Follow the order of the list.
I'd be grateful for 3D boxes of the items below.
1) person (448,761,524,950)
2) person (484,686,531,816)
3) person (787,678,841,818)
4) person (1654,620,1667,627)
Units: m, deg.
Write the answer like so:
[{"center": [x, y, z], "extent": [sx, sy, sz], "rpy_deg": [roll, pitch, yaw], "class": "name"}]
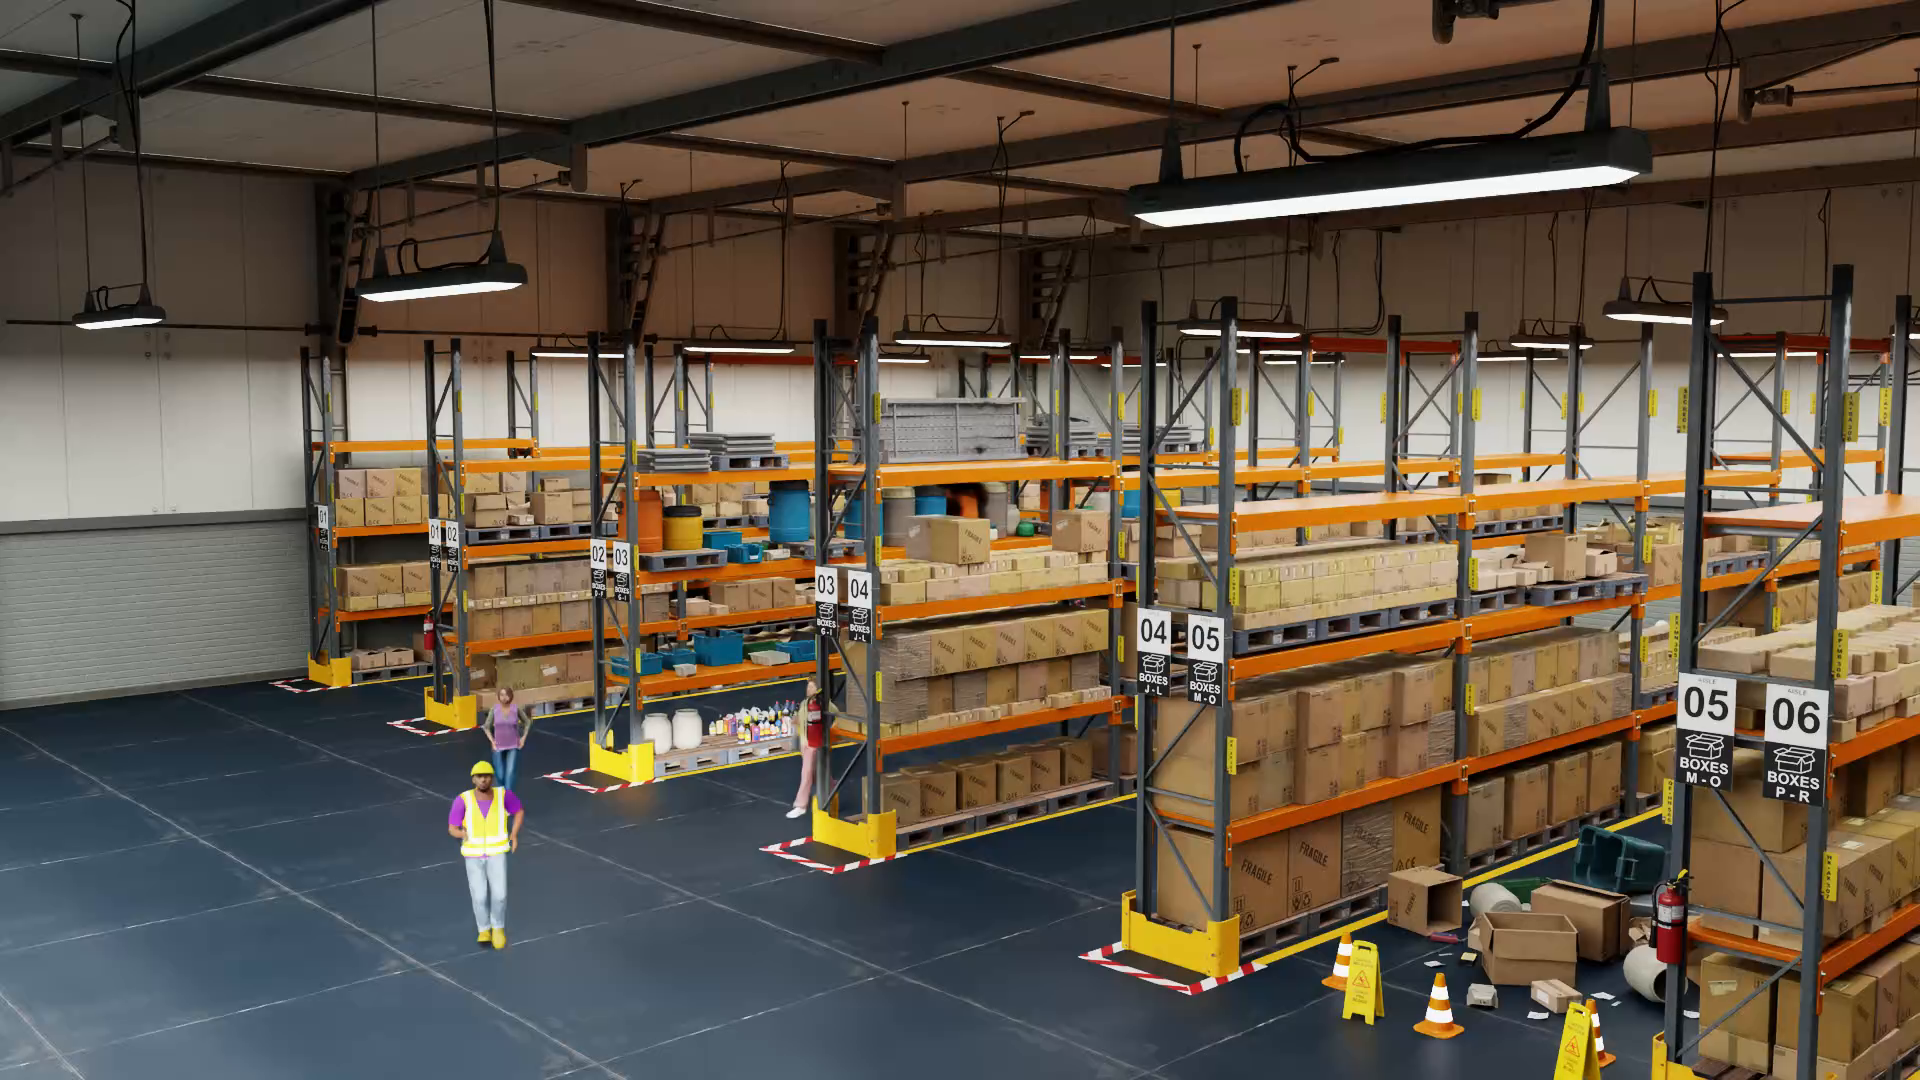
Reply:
[{"center": [-4.393, 2.938, 15.433], "extent": [0.677, 1.772, 0.649], "rpy_deg": [-1, 5, -14], "class": "person"}, {"center": [-5.605, 2.580, 20.613], "extent": [0.565, 1.584, 0.622], "rpy_deg": [-1, 5, -11], "class": "person"}, {"center": [-1.805, 2.509, 20.397], "extent": [0.581, 1.650, 0.946], "rpy_deg": [4, 7, 41], "class": "person"}, {"center": [11.007, 2.067, 25.856], "extent": [0.721, 1.711, 1.023], "rpy_deg": [4, 6, 39], "class": "person"}]
